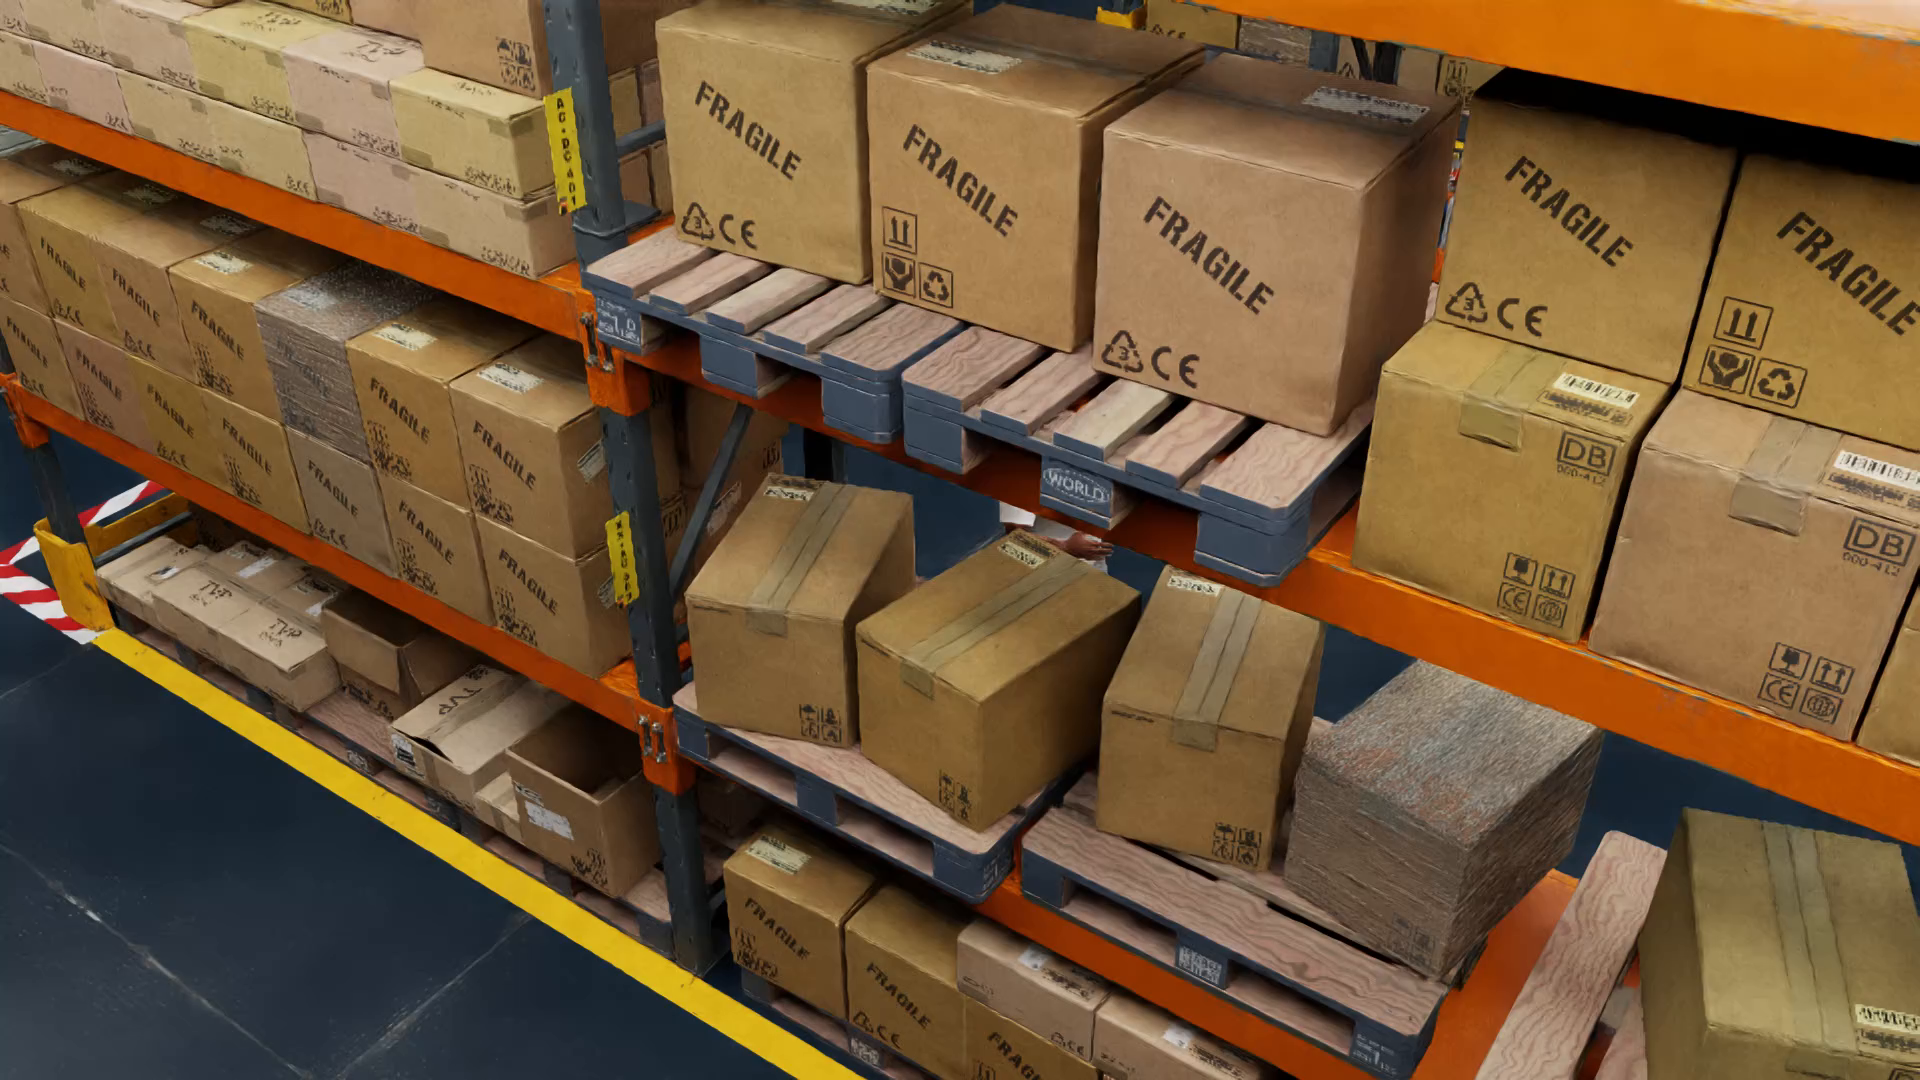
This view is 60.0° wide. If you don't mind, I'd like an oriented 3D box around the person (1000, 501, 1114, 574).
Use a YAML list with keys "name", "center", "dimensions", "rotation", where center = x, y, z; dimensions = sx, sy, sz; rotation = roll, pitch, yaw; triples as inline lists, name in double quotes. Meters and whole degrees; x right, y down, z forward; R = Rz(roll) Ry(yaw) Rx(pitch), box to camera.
- name: "person"
  center: [0.519, 0.096, 6.976]
  dimensions: [0.740, 1.765, 0.750]
  rotation: [14, 37, 19]
